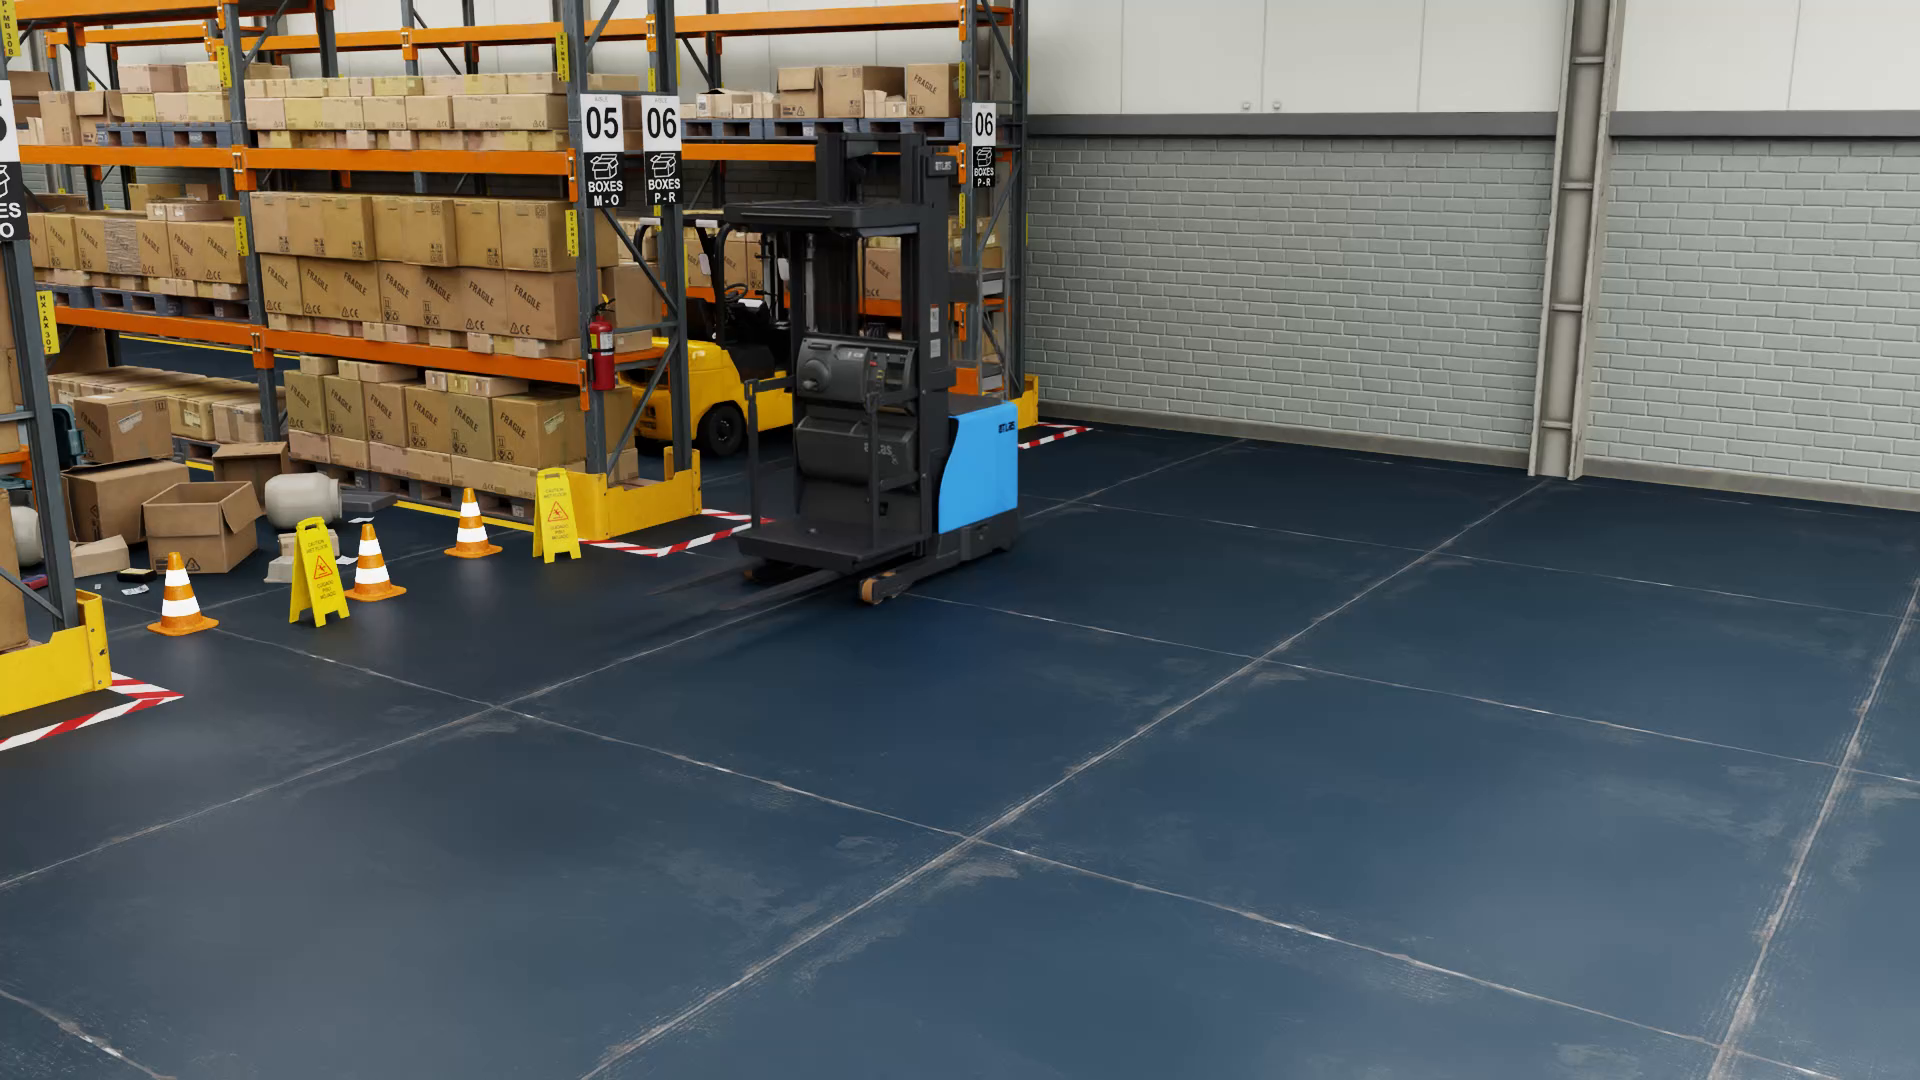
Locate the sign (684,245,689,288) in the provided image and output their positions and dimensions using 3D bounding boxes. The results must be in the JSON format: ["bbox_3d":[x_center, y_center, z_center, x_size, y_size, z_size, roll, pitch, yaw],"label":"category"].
[{"bbox_3d":[-2.126,-2.101,12.766,0.005,0.325,0.100,9,17,33],"label":"sign"}]

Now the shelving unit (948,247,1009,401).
[{"bbox_3d":[0.041,-1.107,12.424,0.503,2.100,0.431,9,16,32],"label":"shelving unit"}]

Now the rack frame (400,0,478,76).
[{"bbox_3d":[-6.300,-6.547,20.046,0.127,3.000,1.000,9,17,33],"label":"rack frame"}]

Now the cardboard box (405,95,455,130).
[{"bbox_3d":[-3.854,-3.251,12.665,0.500,0.250,0.500,10,17,34],"label":"cardboard box"}]

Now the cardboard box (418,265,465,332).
[{"bbox_3d":[-3.859,-1.919,13.006,0.500,0.500,0.500,9,17,33],"label":"cardboard box"}]

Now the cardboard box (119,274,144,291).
[{"bbox_3d":[-7.587,-2.420,15.506,0.250,0.149,0.380,10,17,35],"label":"cardboard box"}]

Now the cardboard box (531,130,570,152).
[{"bbox_3d":[-2.881,-2.899,12.070,0.250,0.149,0.380,9,17,33],"label":"cardboard box"}]

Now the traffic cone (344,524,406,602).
[{"bbox_3d":[-3.843,0.126,10.853,0.334,0.463,0.336,9,17,33],"label":"traffic cone"}]

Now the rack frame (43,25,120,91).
[{"bbox_3d":[-12.938,-7.620,24.380,0.127,3.000,1.000,9,17,33],"label":"rack frame"}]

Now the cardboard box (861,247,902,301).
[{"bbox_3d":[-0.642,-2.696,16.764,0.500,0.500,0.500,10,17,35],"label":"cardboard box"}]

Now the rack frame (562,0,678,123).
[{"bbox_3d":[-2.429,-4.484,11.712,0.127,3.000,1.000,9,17,33],"label":"rack frame"}]

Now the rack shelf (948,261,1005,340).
[{"bbox_3d":[0.041,-1.773,12.259,0.480,0.518,0.431,9,16,32],"label":"rack shelf"}]

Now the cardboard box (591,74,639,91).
[{"bbox_3d":[-2.610,-3.382,12.363,0.250,0.149,0.380,9,17,32],"label":"cardboard box"}]

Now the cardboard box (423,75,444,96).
[{"bbox_3d":[-3.872,-3.472,12.726,0.250,0.149,0.380,9,16,31],"label":"cardboard box"}]

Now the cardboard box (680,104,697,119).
[{"bbox_3d":[-2.778,-4.565,17.719,0.250,0.149,0.380,10,17,34],"label":"cardboard box"}]

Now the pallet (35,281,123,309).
[{"bbox_3d":[-8.417,-2.478,16.489,1.003,0.211,1.213,9,17,33],"label":"pallet"}]

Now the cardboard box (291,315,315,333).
[{"bbox_3d":[-5.427,-1.857,14.106,0.250,0.149,0.380,10,17,34],"label":"cardboard box"}]

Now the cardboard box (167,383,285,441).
[{"bbox_3d":[-6.783,-1.203,15.534,0.625,0.372,0.950,10,17,36],"label":"cardboard box"}]

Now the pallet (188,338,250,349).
[{"bbox_3d":[-10.189,-2.910,23.641,1.213,0.211,1.003,9,17,33],"label":"pallet"}]

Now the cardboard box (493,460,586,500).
[{"bbox_3d":[-3.270,-0.499,12.947,0.500,0.250,0.500,9,17,33],"label":"cardboard box"}]

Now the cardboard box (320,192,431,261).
[{"bbox_3d":[-4.691,-2.539,13.430,0.500,0.500,0.700,9,16,32],"label":"cardboard box"}]

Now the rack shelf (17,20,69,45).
[{"bbox_3d":[-10.727,-5.282,17.264,4.000,0.370,1.077,9,17,33],"label":"rack shelf"}]

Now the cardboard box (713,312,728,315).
[{"bbox_3d":[-2.465,-2.426,18.648,0.500,0.250,0.500,10,17,34],"label":"cardboard box"}]

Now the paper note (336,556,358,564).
[{"bbox_3d":[-4.324,0.139,11.698,0.142,0.019,0.148,3,14,14],"label":"paper note"}]

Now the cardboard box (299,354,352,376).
[{"bbox_3d":[-5.339,-1.495,14.058,0.250,0.149,0.380,9,17,34],"label":"cardboard box"}]

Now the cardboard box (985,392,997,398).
[{"bbox_3d":[0.040,-1.537,17.136,0.500,0.250,0.500,9,17,33],"label":"cardboard box"}]

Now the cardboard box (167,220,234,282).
[{"bbox_3d":[-6.672,-2.588,14.834,0.500,0.500,0.500,9,17,33],"label":"cardboard box"}]

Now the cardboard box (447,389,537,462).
[{"bbox_3d":[-3.674,-0.930,13.126,0.500,0.500,0.500,10,17,35],"label":"cardboard box"}]

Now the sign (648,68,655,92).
[{"bbox_3d":[-3.276,-4.849,17.697,0.005,0.325,0.100,9,17,33],"label":"sign"}]

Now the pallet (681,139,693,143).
[{"bbox_3d":[-3.720,-4.578,18.729,1.217,0.209,0.805,8,16,31],"label":"pallet"}]

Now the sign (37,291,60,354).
[{"bbox_3d":[-4.793,-1.140,8.721,0.005,0.325,0.100,9,17,33],"label":"sign"}]

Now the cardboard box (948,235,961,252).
[{"bbox_3d":[-0.106,-2.917,16.305,0.250,0.149,0.380,9,17,34],"label":"cardboard box"}]

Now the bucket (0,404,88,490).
[{"bbox_3d":[-7.027,-0.699,12.552,0.726,0.611,0.620,-10,7,-35],"label":"bucket"}]

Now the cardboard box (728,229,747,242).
[{"bbox_3d":[-2.253,-3.255,17.674,0.250,0.149,0.380,10,17,34],"label":"cardboard box"}]

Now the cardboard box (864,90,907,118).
[{"bbox_3d":[-0.730,-4.290,16.367,0.258,0.266,0.396,9,17,33],"label":"cardboard box"}]

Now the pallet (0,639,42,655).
[{"bbox_3d":[-5.815,0.690,9.096,1.213,0.211,1.003,9,17,33],"label":"pallet"}]

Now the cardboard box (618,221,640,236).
[{"bbox_3d":[-3.613,-3.495,18.641,0.250,0.149,0.380,9,16,32],"label":"cardboard box"}]

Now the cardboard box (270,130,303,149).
[{"bbox_3d":[-5.442,-3.305,13.714,0.250,0.149,0.380,9,17,33],"label":"cardboard box"}]

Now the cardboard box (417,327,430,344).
[{"bbox_3d":[-4.116,-1.667,13.337,0.250,0.149,0.380,9,17,33],"label":"cardboard box"}]

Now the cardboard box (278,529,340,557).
[{"bbox_3d":[-4.644,0.039,11.858,0.380,0.149,0.250,-7,15,-25],"label":"cardboard box"}]

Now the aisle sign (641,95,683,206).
[{"bbox_3d":[-2.205,-2.888,12.336,0.004,0.787,0.394,9,17,33],"label":"aisle sign"}]

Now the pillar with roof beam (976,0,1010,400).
[{"bbox_3d":[-2.139,-4.889,13.347,0.400,9.000,9.100,9,17,33],"label":"pillar with roof beam"}]

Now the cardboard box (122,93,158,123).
[{"bbox_3d":[-7.153,-3.883,14.962,0.500,0.250,0.500,9,17,34],"label":"cardboard box"}]

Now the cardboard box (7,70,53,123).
[{"bbox_3d":[-9.464,-4.376,16.426,0.637,0.503,0.797,8,16,29],"label":"cardboard box"}]

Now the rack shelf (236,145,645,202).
[{"bbox_3d":[-4.089,-2.947,13.242,4.000,0.370,1.077,9,17,33],"label":"rack shelf"}]

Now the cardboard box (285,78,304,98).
[{"bbox_3d":[-5.223,-3.656,13.472,0.250,0.149,0.380,9,16,31],"label":"cardboard box"}]

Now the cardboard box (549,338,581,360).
[{"bbox_3d":[-2.859,-1.458,12.493,0.250,0.149,0.380,10,17,35],"label":"cardboard box"}]

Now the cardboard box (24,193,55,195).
[{"bbox_3d":[-9.757,-3.359,17.359,0.500,0.500,0.500,9,17,33],"label":"cardboard box"}]

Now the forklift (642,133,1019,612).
[{"bbox_3d":[-0.811,-1.140,10.828,1.130,2.935,3.031,9,17,33],"label":"forklift"}]

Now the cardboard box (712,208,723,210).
[{"bbox_3d":[-2.548,-3.624,18.544,0.250,0.149,0.380,9,17,33],"label":"cardboard box"}]

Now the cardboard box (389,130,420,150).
[{"bbox_3d":[-4.181,-3.096,12.866,0.250,0.149,0.380,9,16,32],"label":"cardboard box"}]

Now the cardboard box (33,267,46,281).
[{"bbox_3d":[-8.901,-2.646,16.420,0.250,0.149,0.380,8,16,30],"label":"cardboard box"}]

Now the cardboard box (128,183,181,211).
[{"bbox_3d":[-11.467,-4.828,23.718,0.500,0.500,0.500,10,17,34],"label":"cardboard box"}]

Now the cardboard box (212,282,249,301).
[{"bbox_3d":[-6.329,-2.205,14.636,0.250,0.149,0.380,9,17,34],"label":"cardboard box"}]
